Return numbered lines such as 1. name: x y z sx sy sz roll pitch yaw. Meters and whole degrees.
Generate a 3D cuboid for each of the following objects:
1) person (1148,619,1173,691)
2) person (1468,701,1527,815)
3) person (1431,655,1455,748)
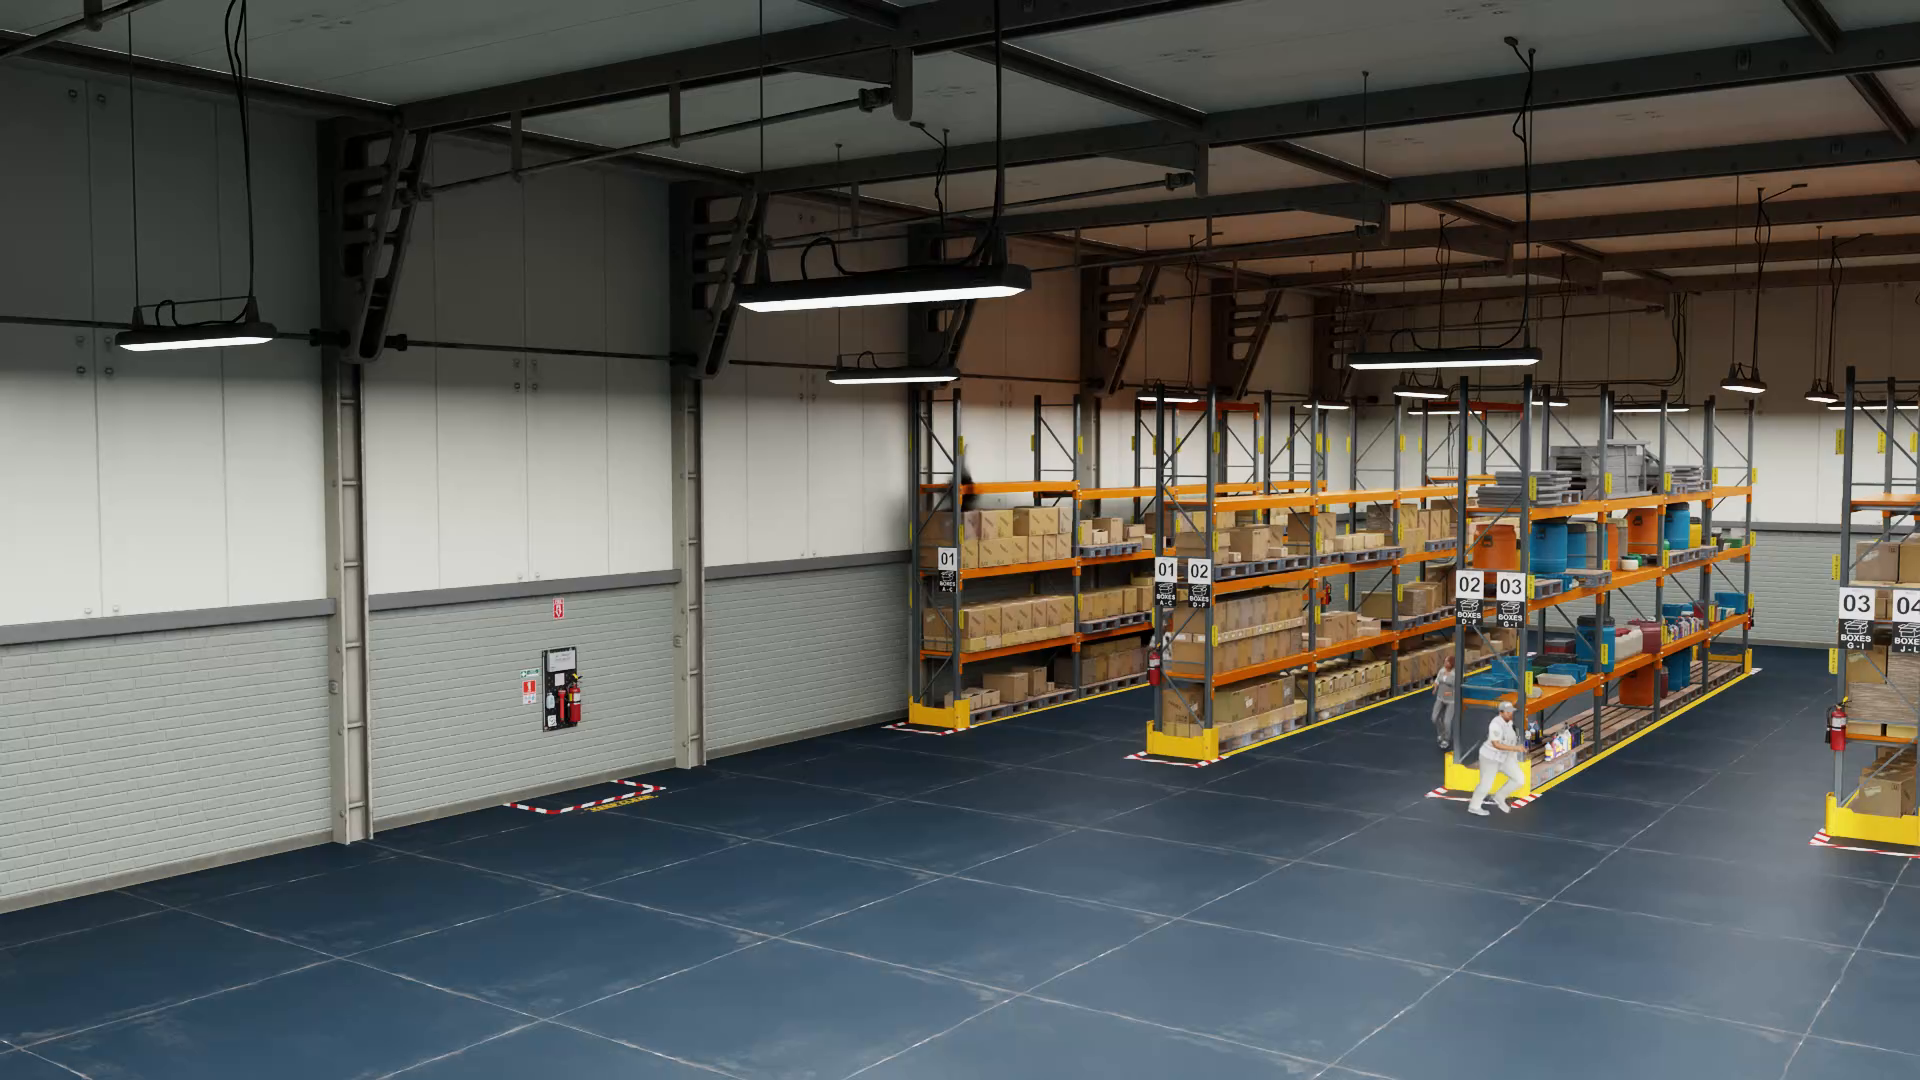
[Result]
1. person: 3.869 2.359 31.549 0.546 1.750 0.847 2 4 30
2. person: 7.242 2.935 22.292 0.616 1.586 0.895 -2 4 -37
3. person: 8.010 2.659 27.343 0.570 1.556 0.496 3 4 43
